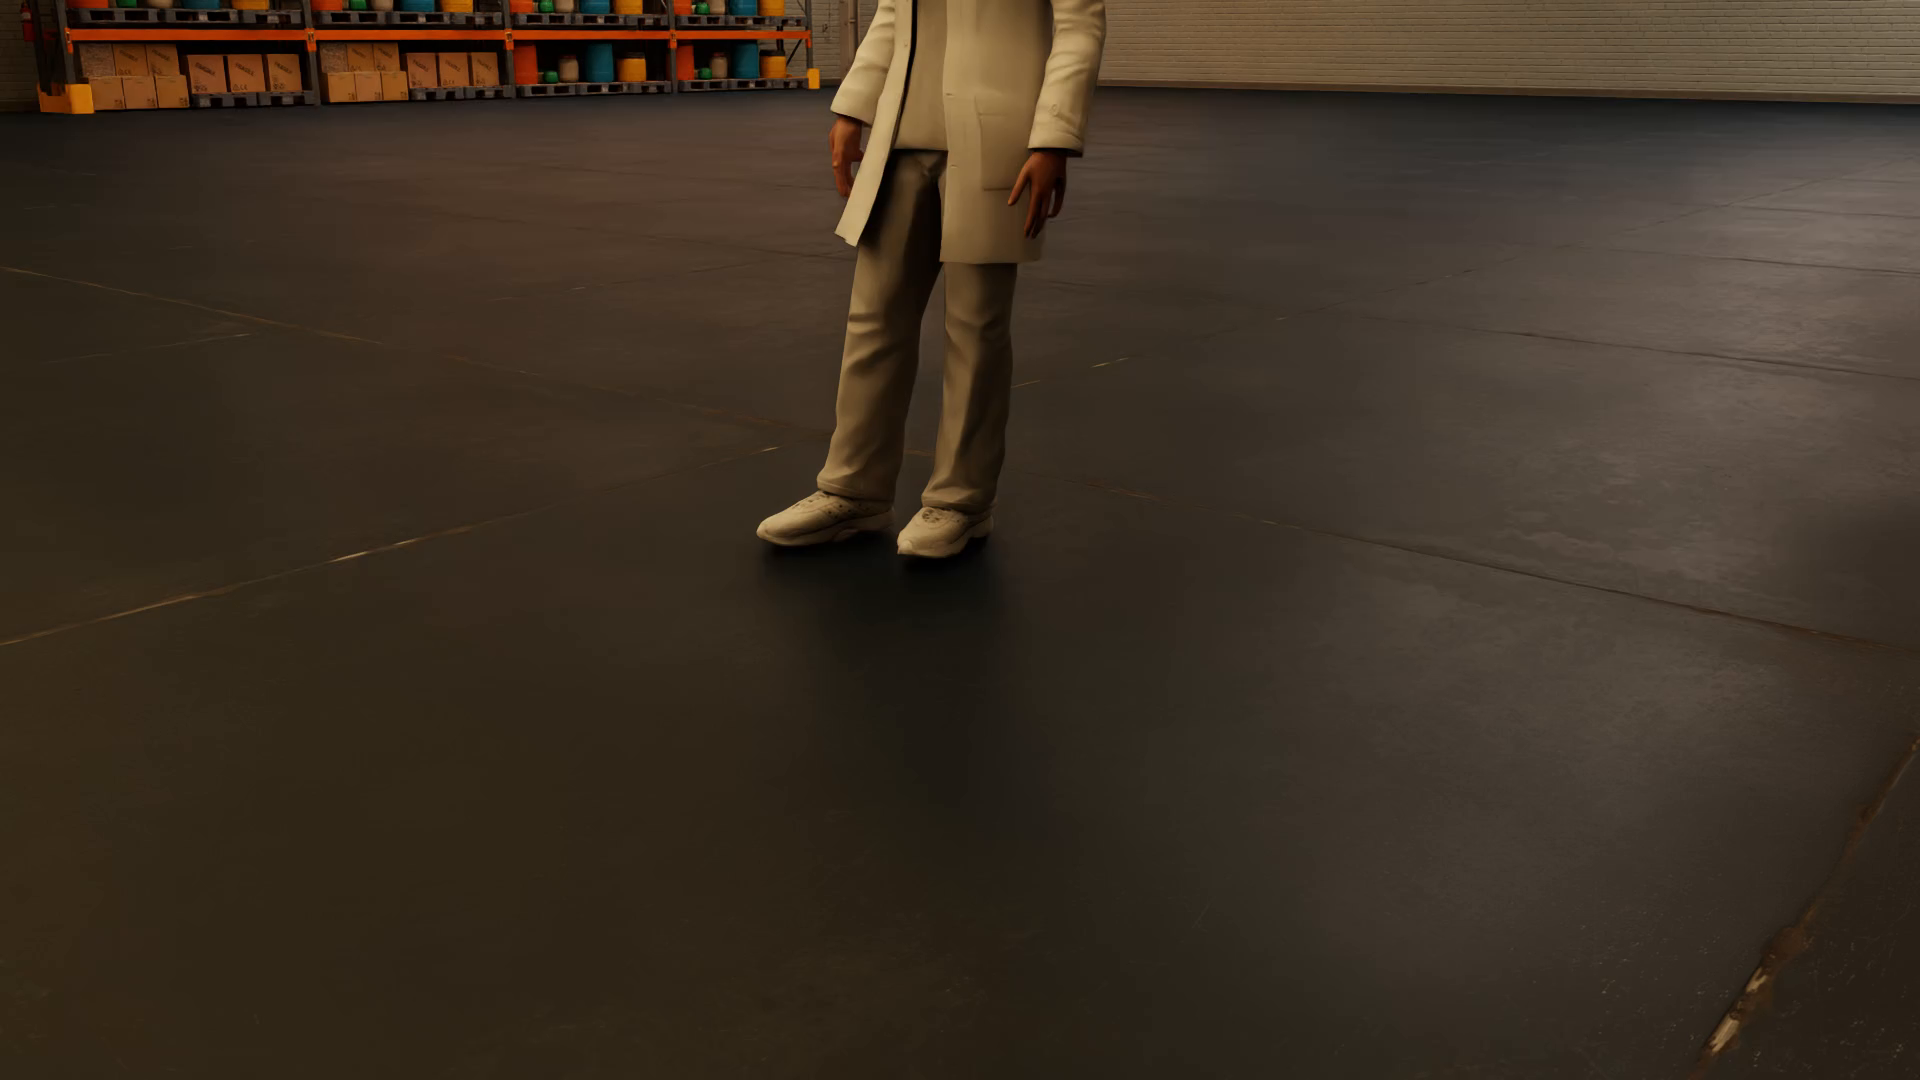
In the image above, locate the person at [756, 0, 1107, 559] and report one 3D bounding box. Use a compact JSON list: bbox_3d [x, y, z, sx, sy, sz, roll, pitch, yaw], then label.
[{"bbox_3d":[-0.061,-0.838,3.618,0.696,1.776,0.581,13,21,37],"label":"person"}]
